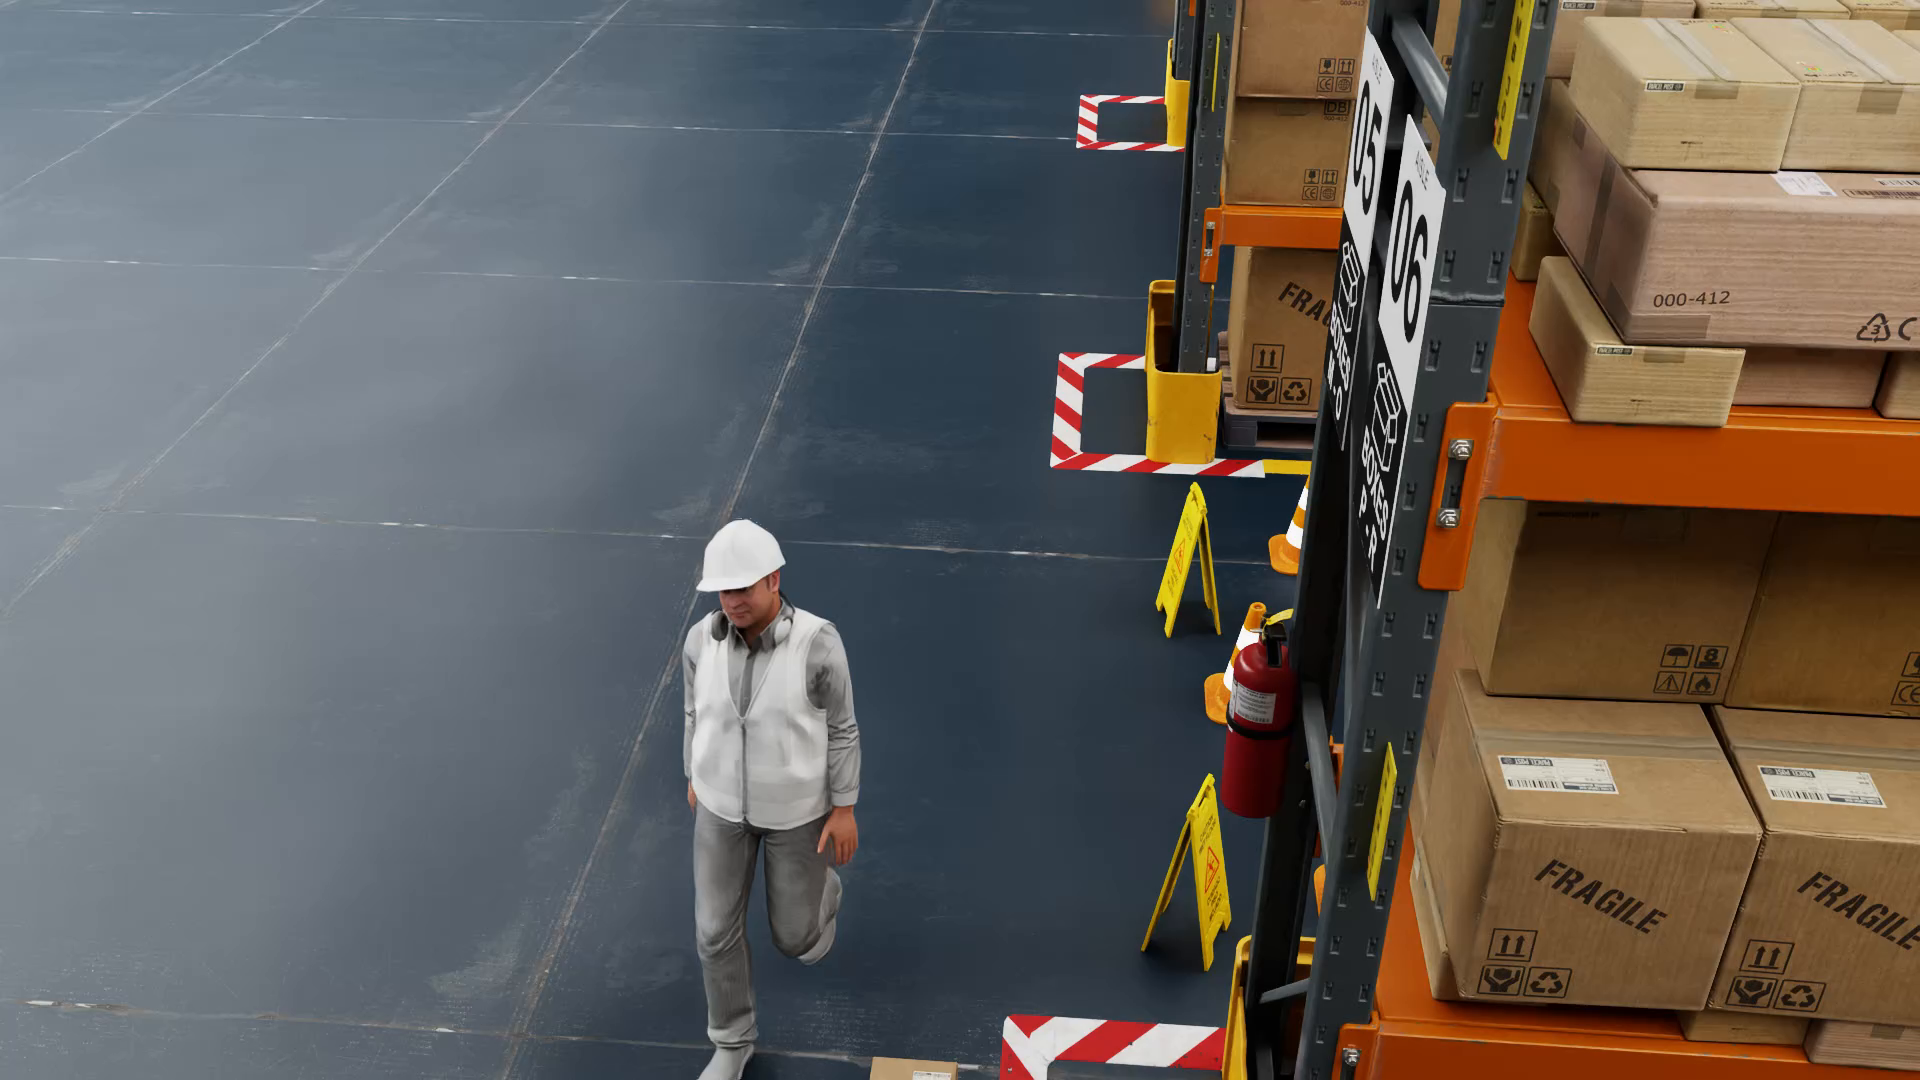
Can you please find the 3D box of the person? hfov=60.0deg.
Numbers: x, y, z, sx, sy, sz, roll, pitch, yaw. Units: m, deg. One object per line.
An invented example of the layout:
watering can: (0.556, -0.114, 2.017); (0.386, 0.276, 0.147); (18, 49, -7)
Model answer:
person: (-0.601, 0.802, 4.877); (0.587, 1.701, 0.842); (7, 32, 12)
